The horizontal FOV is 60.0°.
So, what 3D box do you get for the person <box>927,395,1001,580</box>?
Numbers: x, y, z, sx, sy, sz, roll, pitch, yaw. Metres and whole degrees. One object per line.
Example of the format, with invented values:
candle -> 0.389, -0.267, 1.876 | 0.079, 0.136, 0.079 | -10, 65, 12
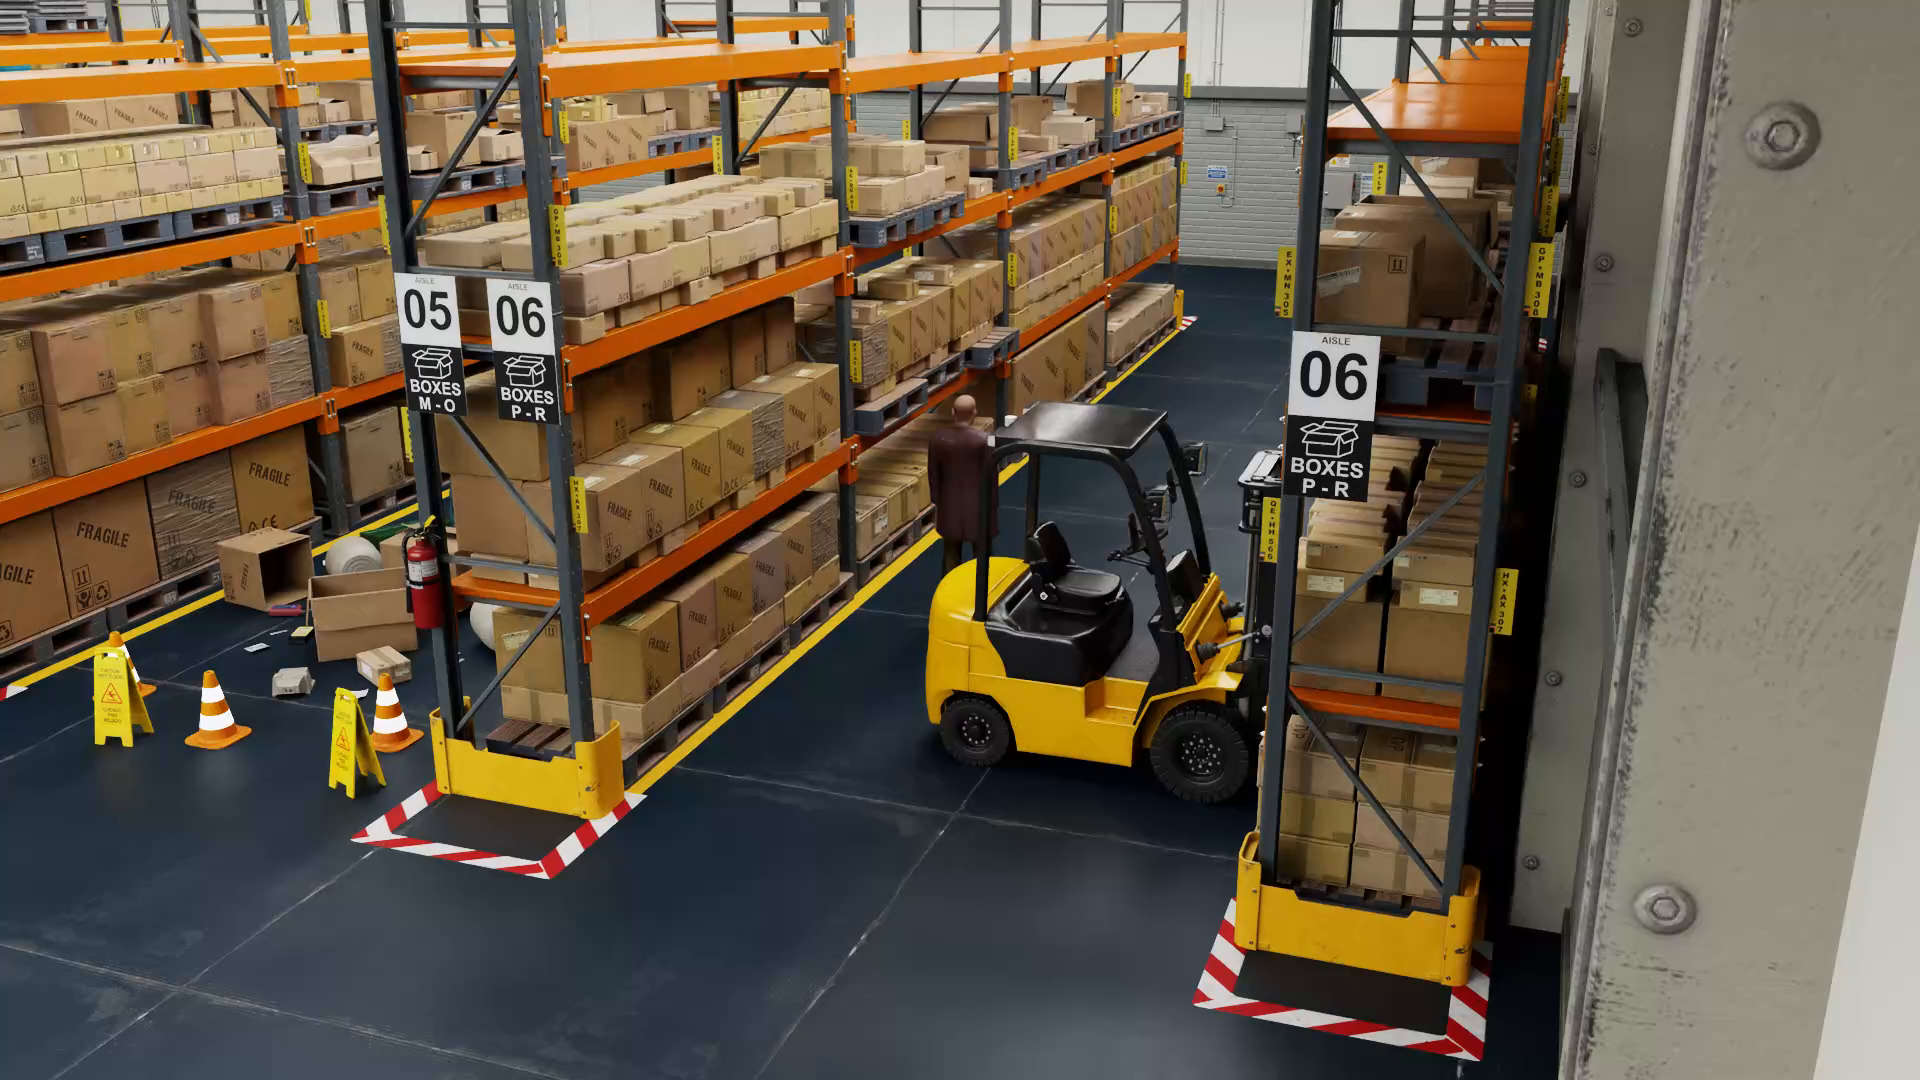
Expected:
person -> 0.034, -0.256, 12.894 | 0.569, 1.761, 0.381 | 6, 19, 16
